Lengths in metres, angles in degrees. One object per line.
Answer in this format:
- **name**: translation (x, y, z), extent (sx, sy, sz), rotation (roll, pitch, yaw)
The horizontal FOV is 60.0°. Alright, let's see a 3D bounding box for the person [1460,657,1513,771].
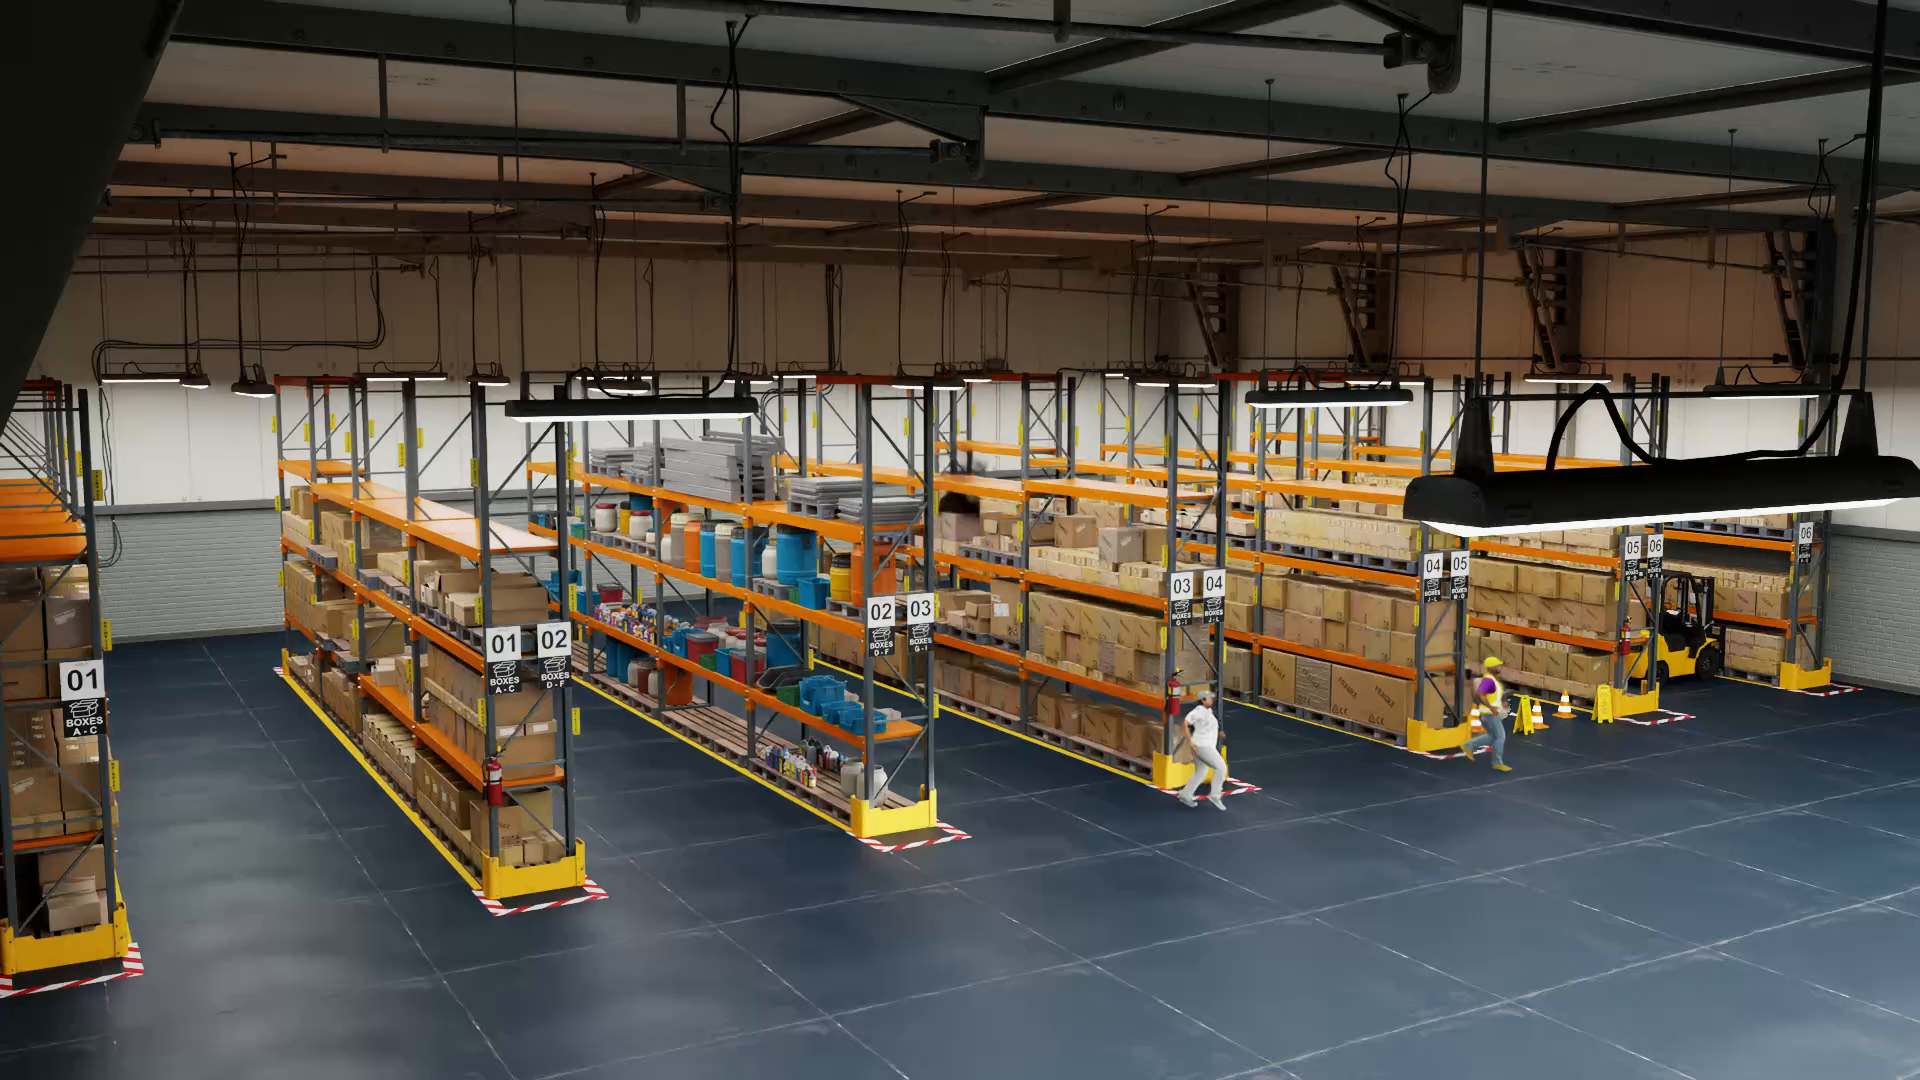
- **person**: translation (8.138, 2.661, 25.636), extent (0.794, 1.749, 0.730), rotation (2, 7, 18)

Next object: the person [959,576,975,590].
- **person**: translation (0.210, 0.909, 42.098), extent (0.561, 1.649, 0.690), rotation (2, 7, 17)

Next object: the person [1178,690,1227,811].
- **person**: translation (3.453, 2.946, 23.498), extent (0.686, 1.647, 0.597), rotation (2, 6, 15)
